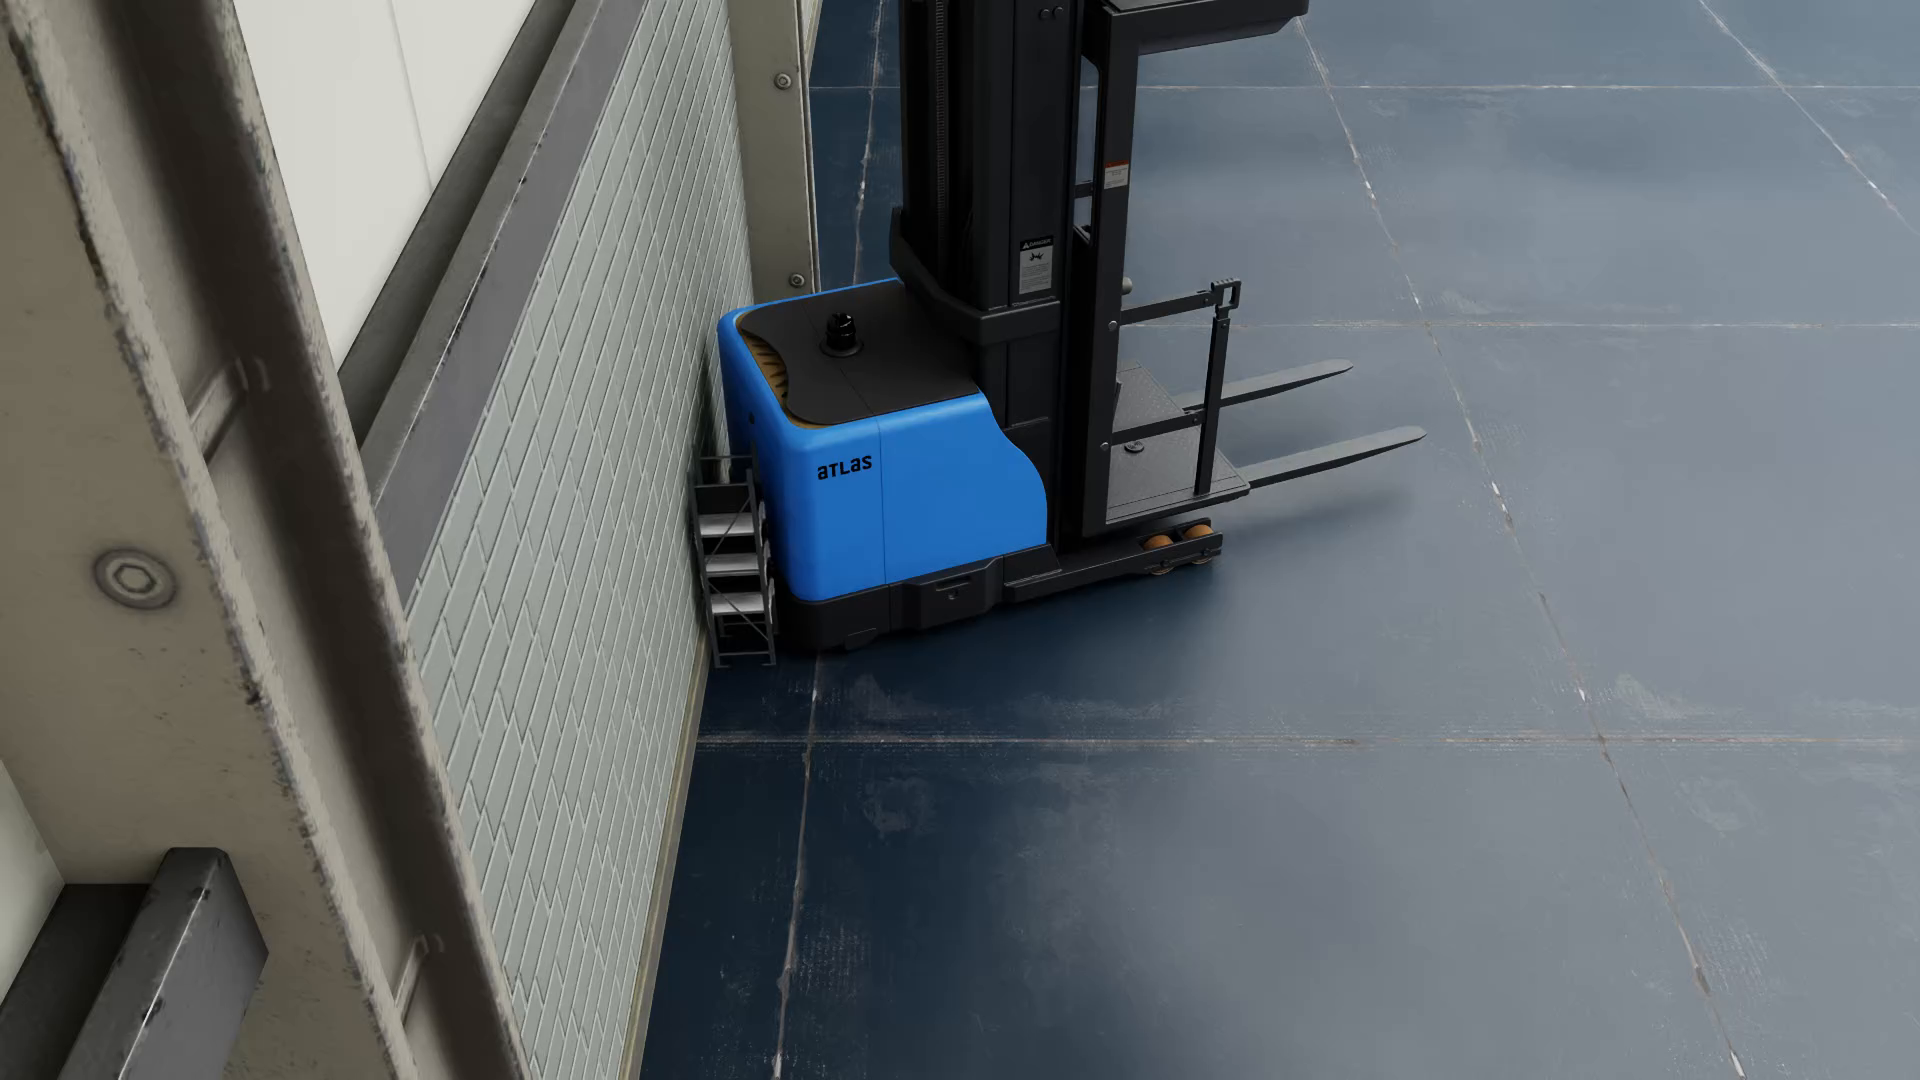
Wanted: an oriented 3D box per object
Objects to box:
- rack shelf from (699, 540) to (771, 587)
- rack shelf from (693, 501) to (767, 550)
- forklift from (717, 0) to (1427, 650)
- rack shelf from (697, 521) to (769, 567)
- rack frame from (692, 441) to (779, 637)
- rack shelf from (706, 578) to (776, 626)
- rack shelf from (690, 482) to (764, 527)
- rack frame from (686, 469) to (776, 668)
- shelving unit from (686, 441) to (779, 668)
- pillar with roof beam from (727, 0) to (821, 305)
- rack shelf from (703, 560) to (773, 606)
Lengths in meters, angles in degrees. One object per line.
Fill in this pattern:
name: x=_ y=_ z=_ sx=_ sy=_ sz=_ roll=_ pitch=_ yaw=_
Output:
rack shelf: x=-0.866 y=0.094 z=6.431 sx=0.258 sy=0.077 sz=0.200 roll=-3 pitch=33 yaw=0
rack shelf: x=-0.873 y=-0.056 z=6.332 sx=0.258 sy=0.077 sz=0.200 roll=-3 pitch=33 yaw=0
forklift: x=0.579 y=-1.289 z=6.515 sx=3.031 sy=2.935 sz=1.130 roll=-14 pitch=41 yaw=-17
rack shelf: x=-0.870 y=0.019 z=6.381 sx=0.258 sy=0.077 sz=0.200 roll=-3 pitch=33 yaw=0
rack frame: x=-0.870 y=0.011 z=6.497 sx=0.240 sy=0.900 sz=0.006 roll=-3 pitch=33 yaw=0
rack shelf: x=-0.859 y=0.245 z=6.529 sx=0.258 sy=0.077 sz=0.200 roll=-3 pitch=33 yaw=0
rack shelf: x=-0.877 y=-0.131 z=6.283 sx=0.258 sy=0.077 sz=0.200 roll=-3 pitch=33 yaw=0
rack frame: x=-0.865 y=0.122 z=6.327 sx=0.240 sy=0.900 sz=0.006 roll=-3 pitch=33 yaw=0
shelving unit: x=-0.867 y=0.066 z=6.412 sx=0.258 sy=0.900 sz=0.210 roll=-3 pitch=33 yaw=0
pillar with roof beam: x=3.419 y=-4.628 z=5.830 sx=9.100 sy=9.000 sz=0.400 roll=0 pitch=39 yaw=0
rack shelf: x=-0.863 y=0.169 z=6.480 sx=0.258 sy=0.077 sz=0.200 roll=-3 pitch=33 yaw=0
